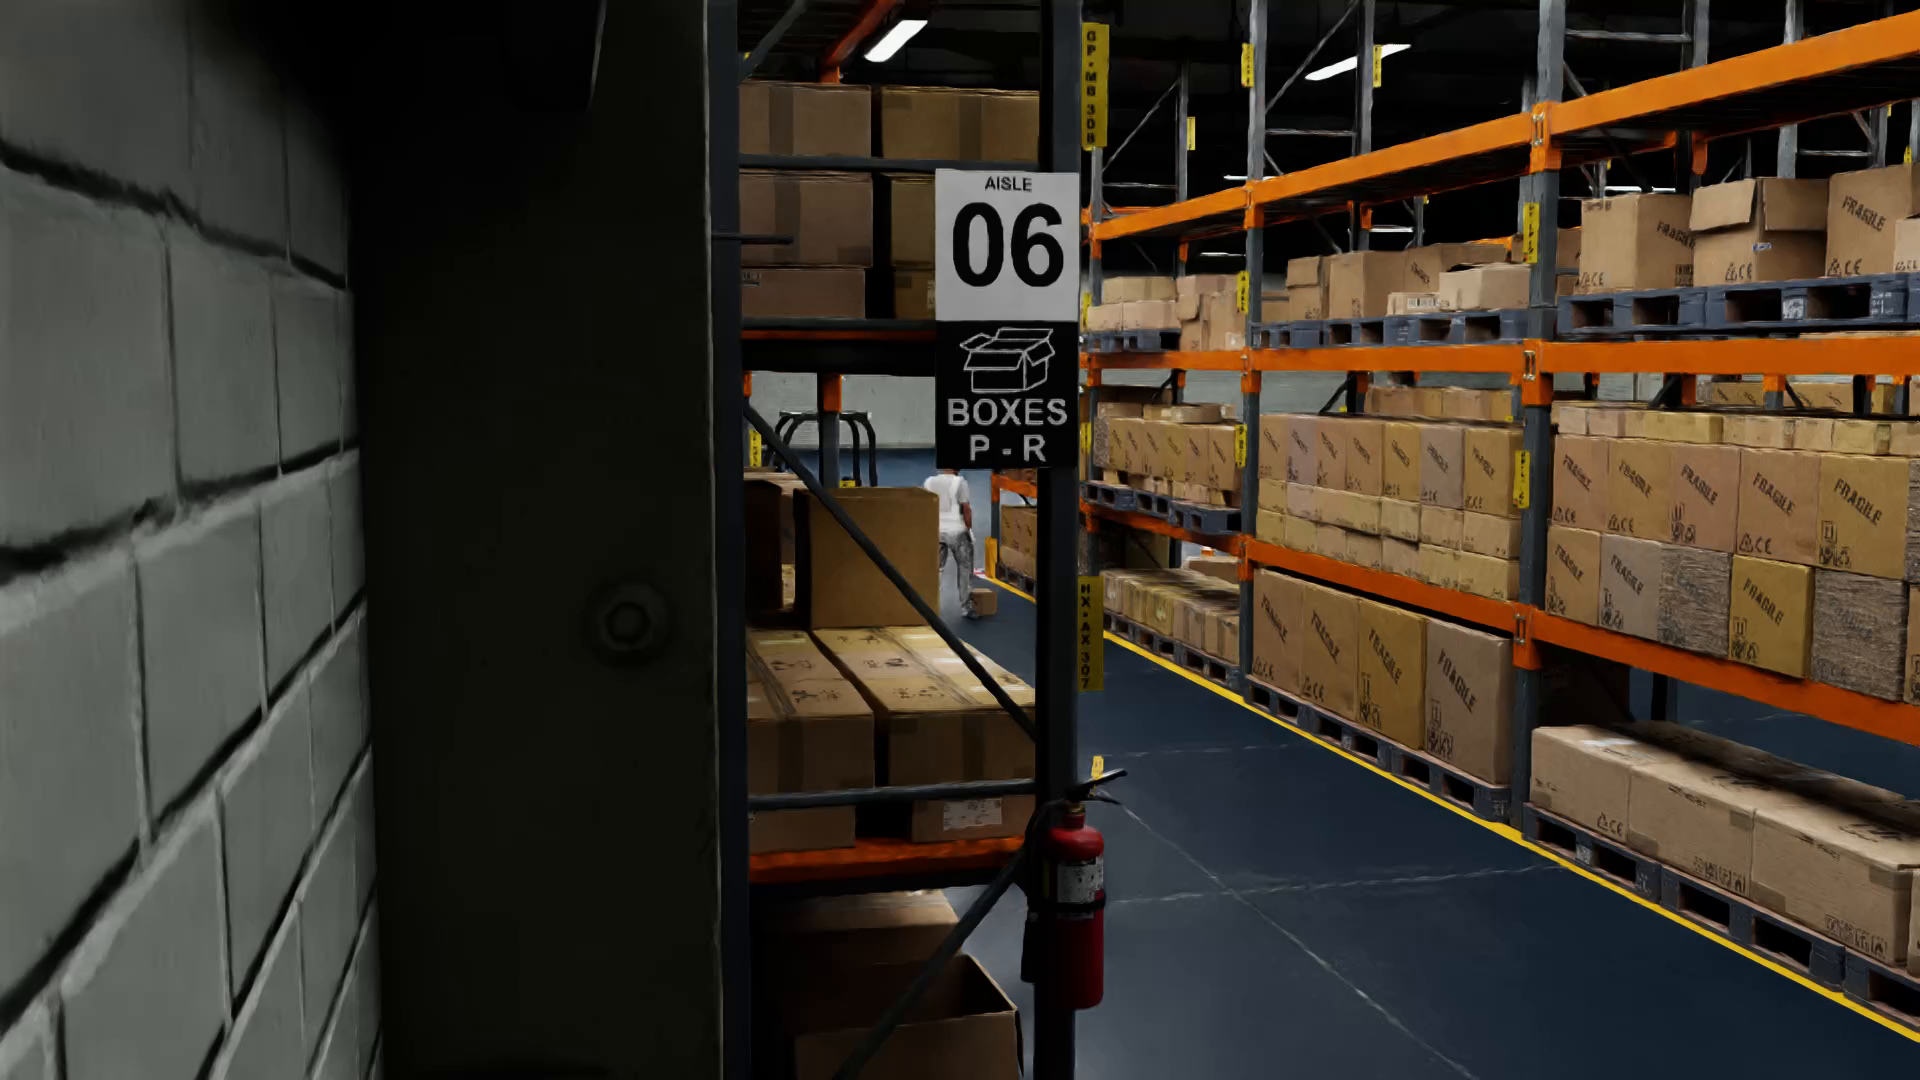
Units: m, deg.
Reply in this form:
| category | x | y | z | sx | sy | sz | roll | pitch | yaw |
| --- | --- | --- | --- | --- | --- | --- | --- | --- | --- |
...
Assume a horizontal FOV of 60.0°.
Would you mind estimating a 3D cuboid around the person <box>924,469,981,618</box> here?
| category | x | y | z | sx | sy | sz | roll | pitch | yaw |
| --- | --- | --- | --- | --- | --- | --- | --- | --- | --- |
| person | -0.100 | -0.048 | 17.631 | 0.681 | 1.833 | 0.523 | 3 | 7 | 27 |
